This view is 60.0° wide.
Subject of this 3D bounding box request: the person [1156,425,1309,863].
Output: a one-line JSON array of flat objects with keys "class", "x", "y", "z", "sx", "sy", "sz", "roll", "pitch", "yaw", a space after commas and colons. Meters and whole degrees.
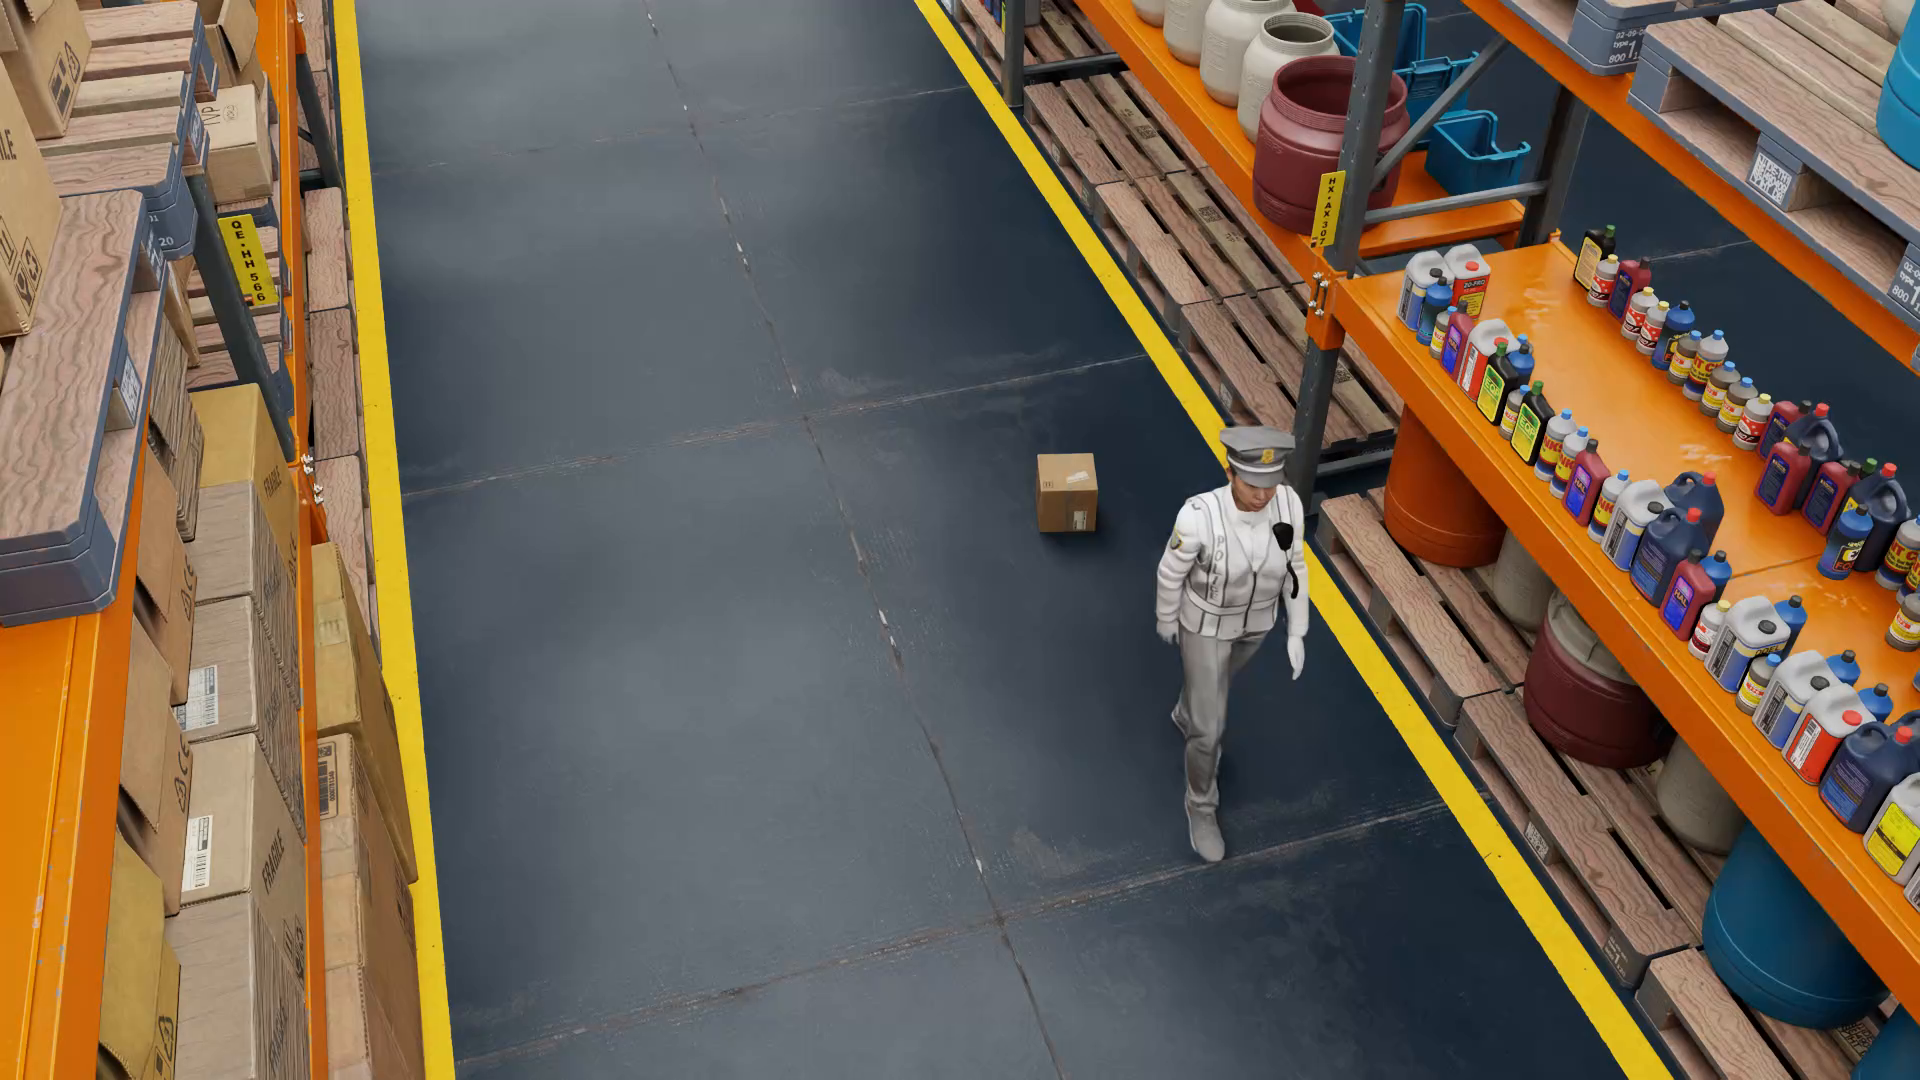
[{"class": "person", "x": 0.956, "y": 0.324, "z": 5.805, "sx": 0.498, "sy": 1.732, "sz": 0.686, "roll": -13, "pitch": 44, "yaw": -14}]
